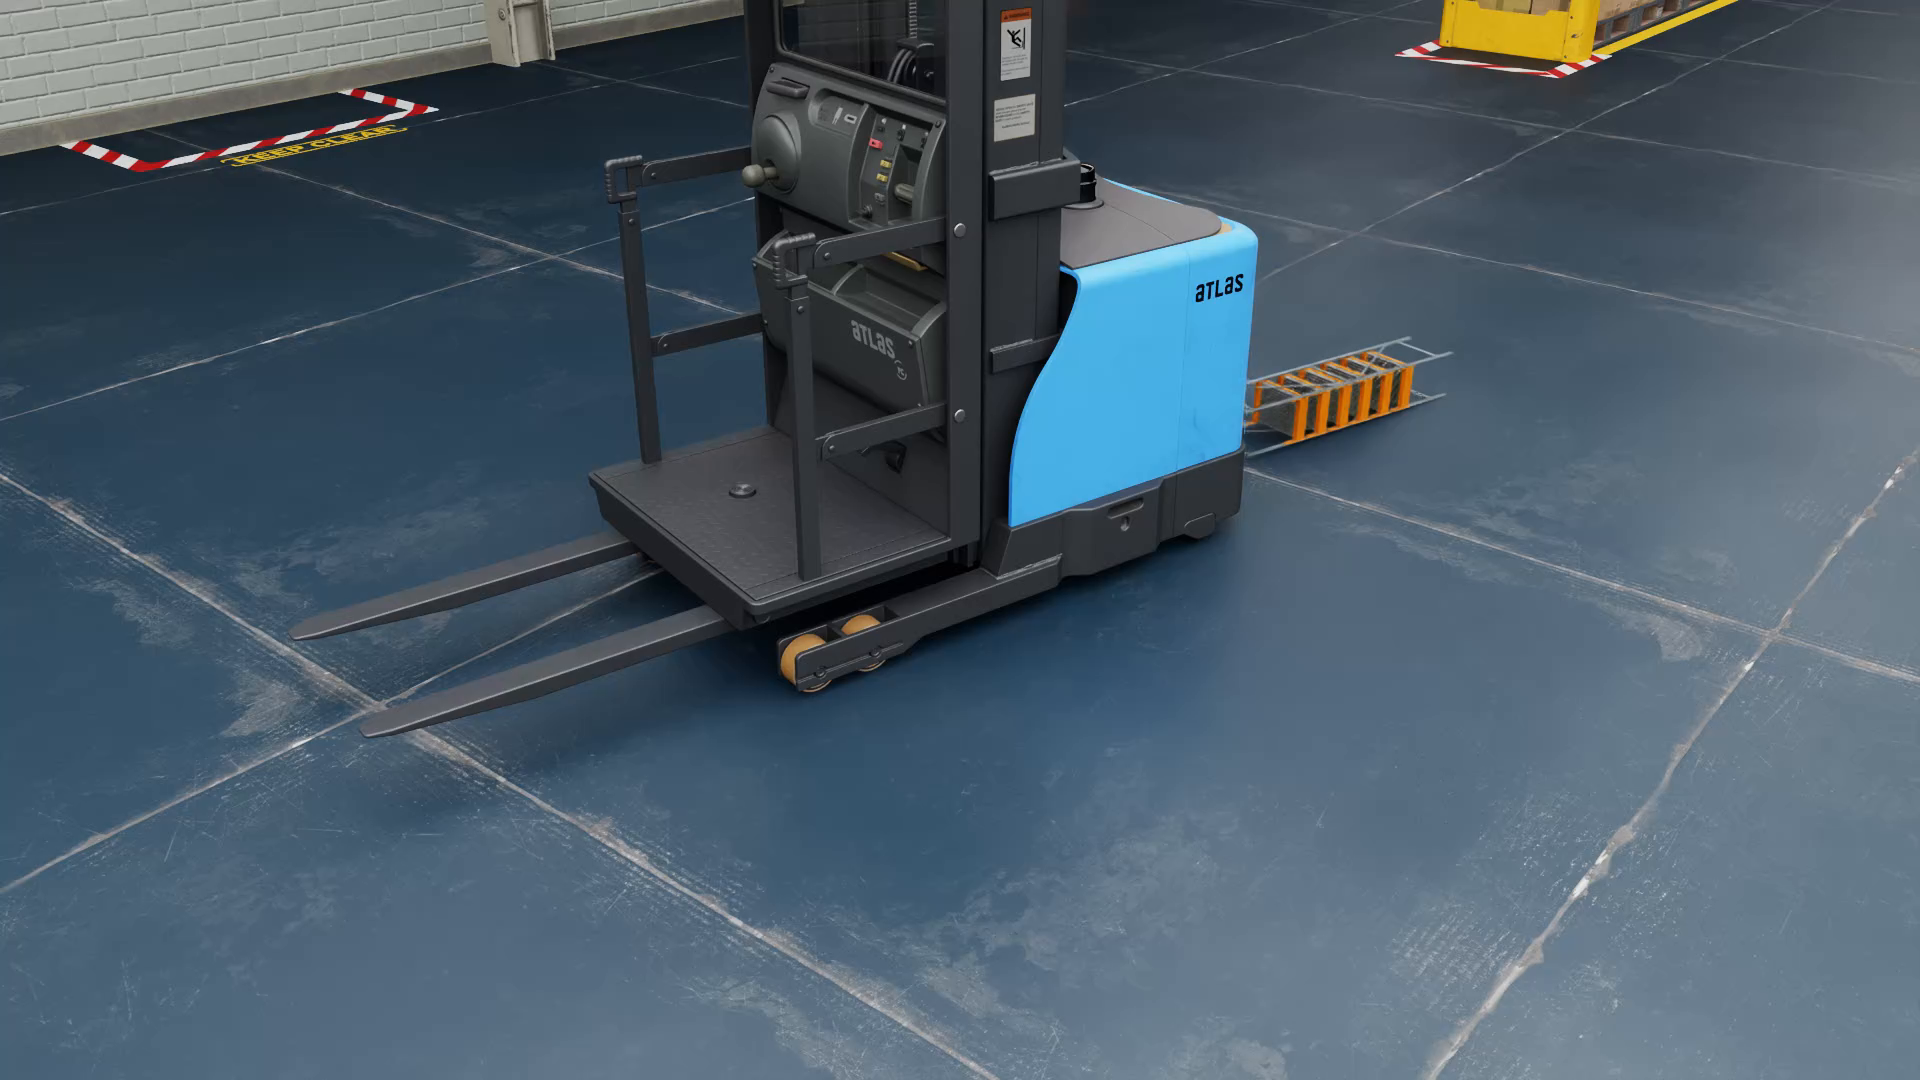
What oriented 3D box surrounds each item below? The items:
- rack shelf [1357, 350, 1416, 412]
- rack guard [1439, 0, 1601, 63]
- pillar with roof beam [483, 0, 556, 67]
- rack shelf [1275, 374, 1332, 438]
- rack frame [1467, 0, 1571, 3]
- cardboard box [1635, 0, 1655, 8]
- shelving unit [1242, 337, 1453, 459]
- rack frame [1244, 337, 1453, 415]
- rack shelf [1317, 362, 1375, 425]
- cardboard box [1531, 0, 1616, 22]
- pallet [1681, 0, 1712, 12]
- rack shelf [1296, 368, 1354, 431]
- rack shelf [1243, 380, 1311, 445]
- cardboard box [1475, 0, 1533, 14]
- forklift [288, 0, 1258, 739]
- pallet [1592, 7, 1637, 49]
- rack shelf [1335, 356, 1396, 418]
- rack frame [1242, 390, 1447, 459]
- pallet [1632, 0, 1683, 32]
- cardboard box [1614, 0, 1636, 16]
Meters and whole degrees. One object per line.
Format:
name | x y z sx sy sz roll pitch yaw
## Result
rack shelf | 1.722 -0.656 6.800 0.103 0.180 0.258 -17 32 -31
rack guard | 4.436 -4.142 13.213 1.175 0.500 0.348 21 34 34
pillar with roof beam | -0.091 -6.487 8.496 9.100 9.000 0.400 21 34 34
rack shelf | 1.330 -0.535 6.550 0.103 0.180 0.258 -17 32 -31
rack frame | 4.451 -5.261 12.655 1.000 3.000 0.127 21 34 34
cardboard box | 5.597 -4.707 14.119 0.500 0.250 0.500 21 34 34
shelving unit | 1.465 -0.577 6.636 1.200 0.189 0.258 -17 32 -31
rack frame | 1.465 -0.658 6.595 1.200 0.006 0.240 -17 32 -31
rack shelf | 1.526 -0.596 6.675 0.103 0.180 0.258 -17 32 -31
cardboard box | 4.964 -4.351 13.432 0.500 0.250 0.500 21 34 34
pallet | 6.457 -5.171 15.515 1.003 0.211 1.213 21 34 34
rack shelf | 1.428 -0.565 6.612 0.103 0.180 0.258 -17 32 -31
rack shelf | 1.233 -0.505 6.487 0.103 0.180 0.258 -17 32 -31
cardboard box | 4.564 -4.503 13.724 0.500 0.250 0.500 21 34 34
forklift | -0.509 -1.131 4.746 3.031 2.935 1.130 -19 33 -32
pallet | 4.905 -4.306 13.843 1.003 0.211 1.213 21 34 34
rack shelf | 1.624 -0.626 6.738 0.103 0.180 0.258 -17 32 -31
rack frame | 1.464 -0.495 6.676 1.200 0.006 0.240 -17 32 -31
pallet | 5.681 -4.736 14.676 1.003 0.211 1.213 21 34 34
cardboard box | 5.279 -4.530 13.777 0.500 0.250 0.500 21 34 34
